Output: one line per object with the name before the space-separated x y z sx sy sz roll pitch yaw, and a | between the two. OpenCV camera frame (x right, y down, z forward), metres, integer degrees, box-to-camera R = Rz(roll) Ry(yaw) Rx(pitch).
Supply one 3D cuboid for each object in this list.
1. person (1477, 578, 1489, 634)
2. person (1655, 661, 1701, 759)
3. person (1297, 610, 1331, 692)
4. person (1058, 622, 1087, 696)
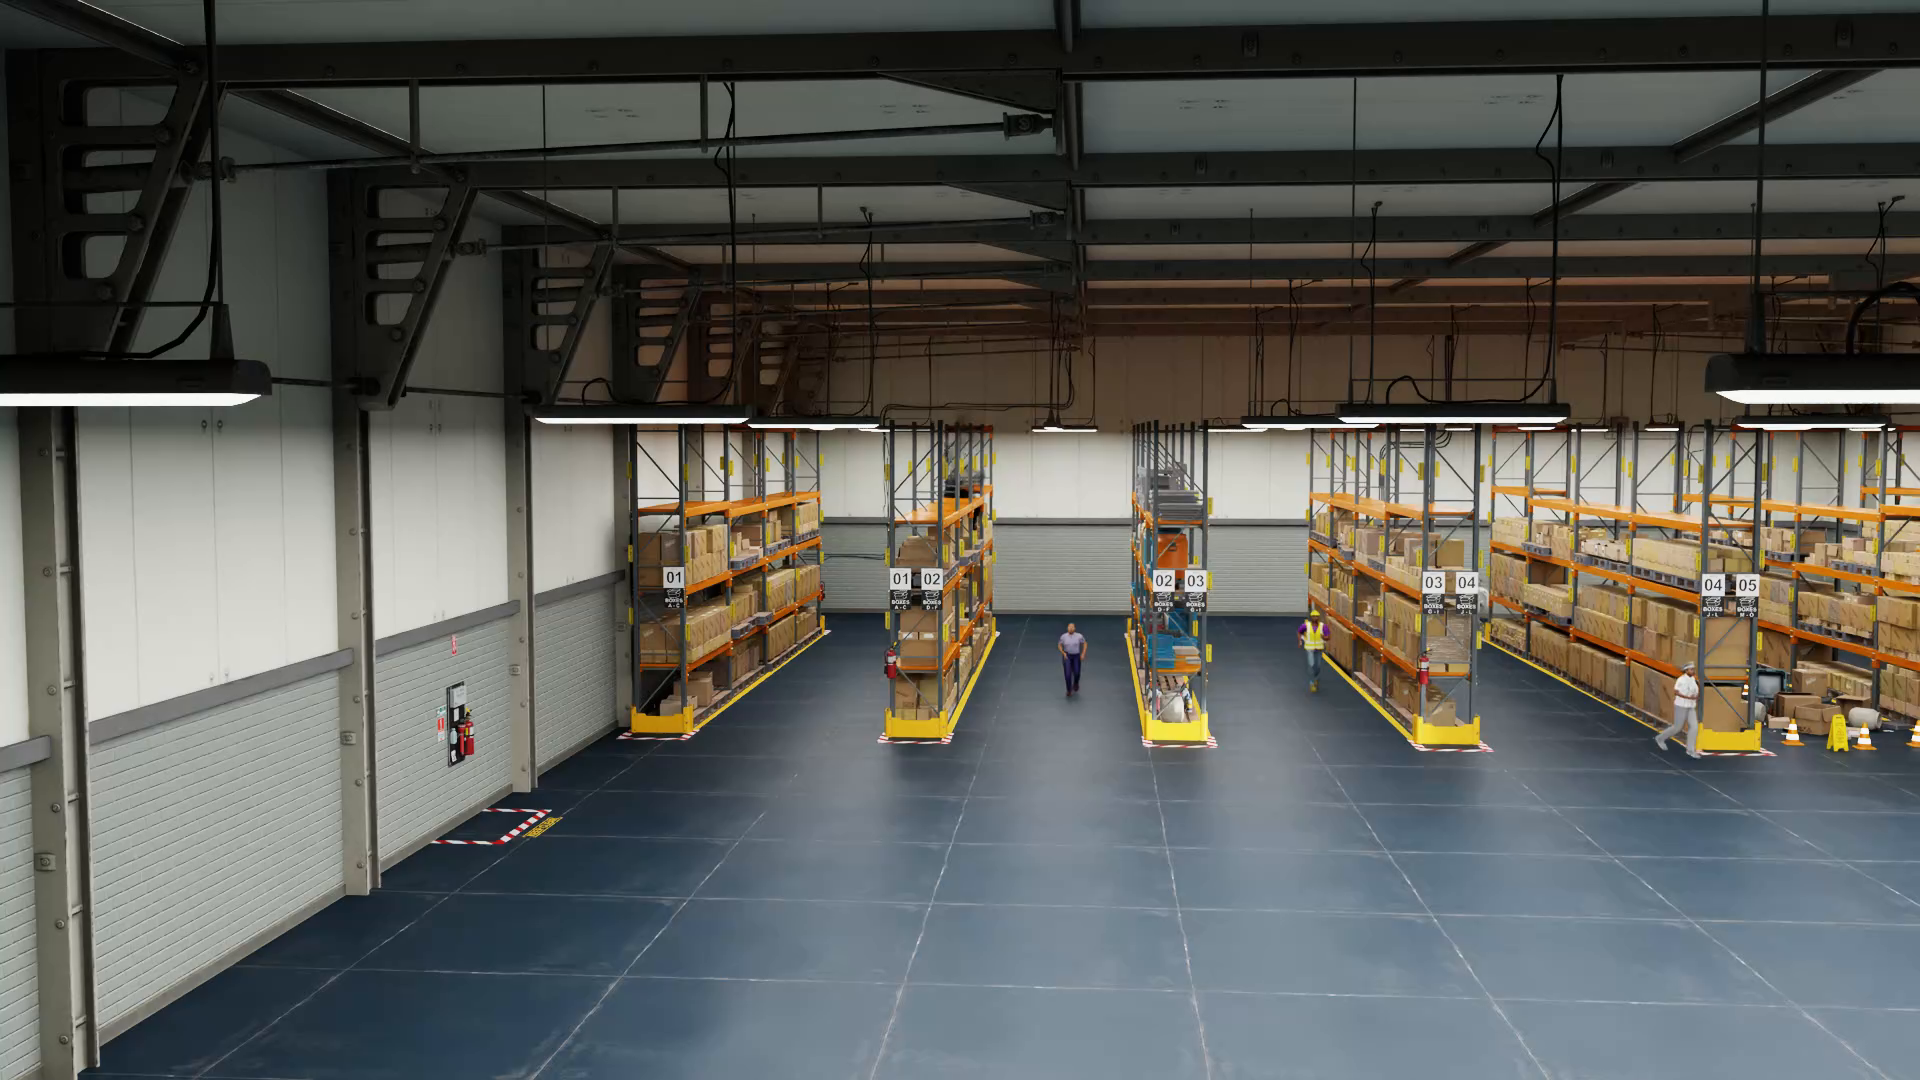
person | 14.754 1.889 47.396 0.663 1.663 0.649 -1 4 -12
person | 12.939 3.008 29.744 0.591 1.700 0.843 -2 4 -32
person | 7.935 2.454 37.234 0.687 1.767 0.969 0 4 1
person | 2.469 2.613 36.577 0.640 1.606 0.571 0 4 2
